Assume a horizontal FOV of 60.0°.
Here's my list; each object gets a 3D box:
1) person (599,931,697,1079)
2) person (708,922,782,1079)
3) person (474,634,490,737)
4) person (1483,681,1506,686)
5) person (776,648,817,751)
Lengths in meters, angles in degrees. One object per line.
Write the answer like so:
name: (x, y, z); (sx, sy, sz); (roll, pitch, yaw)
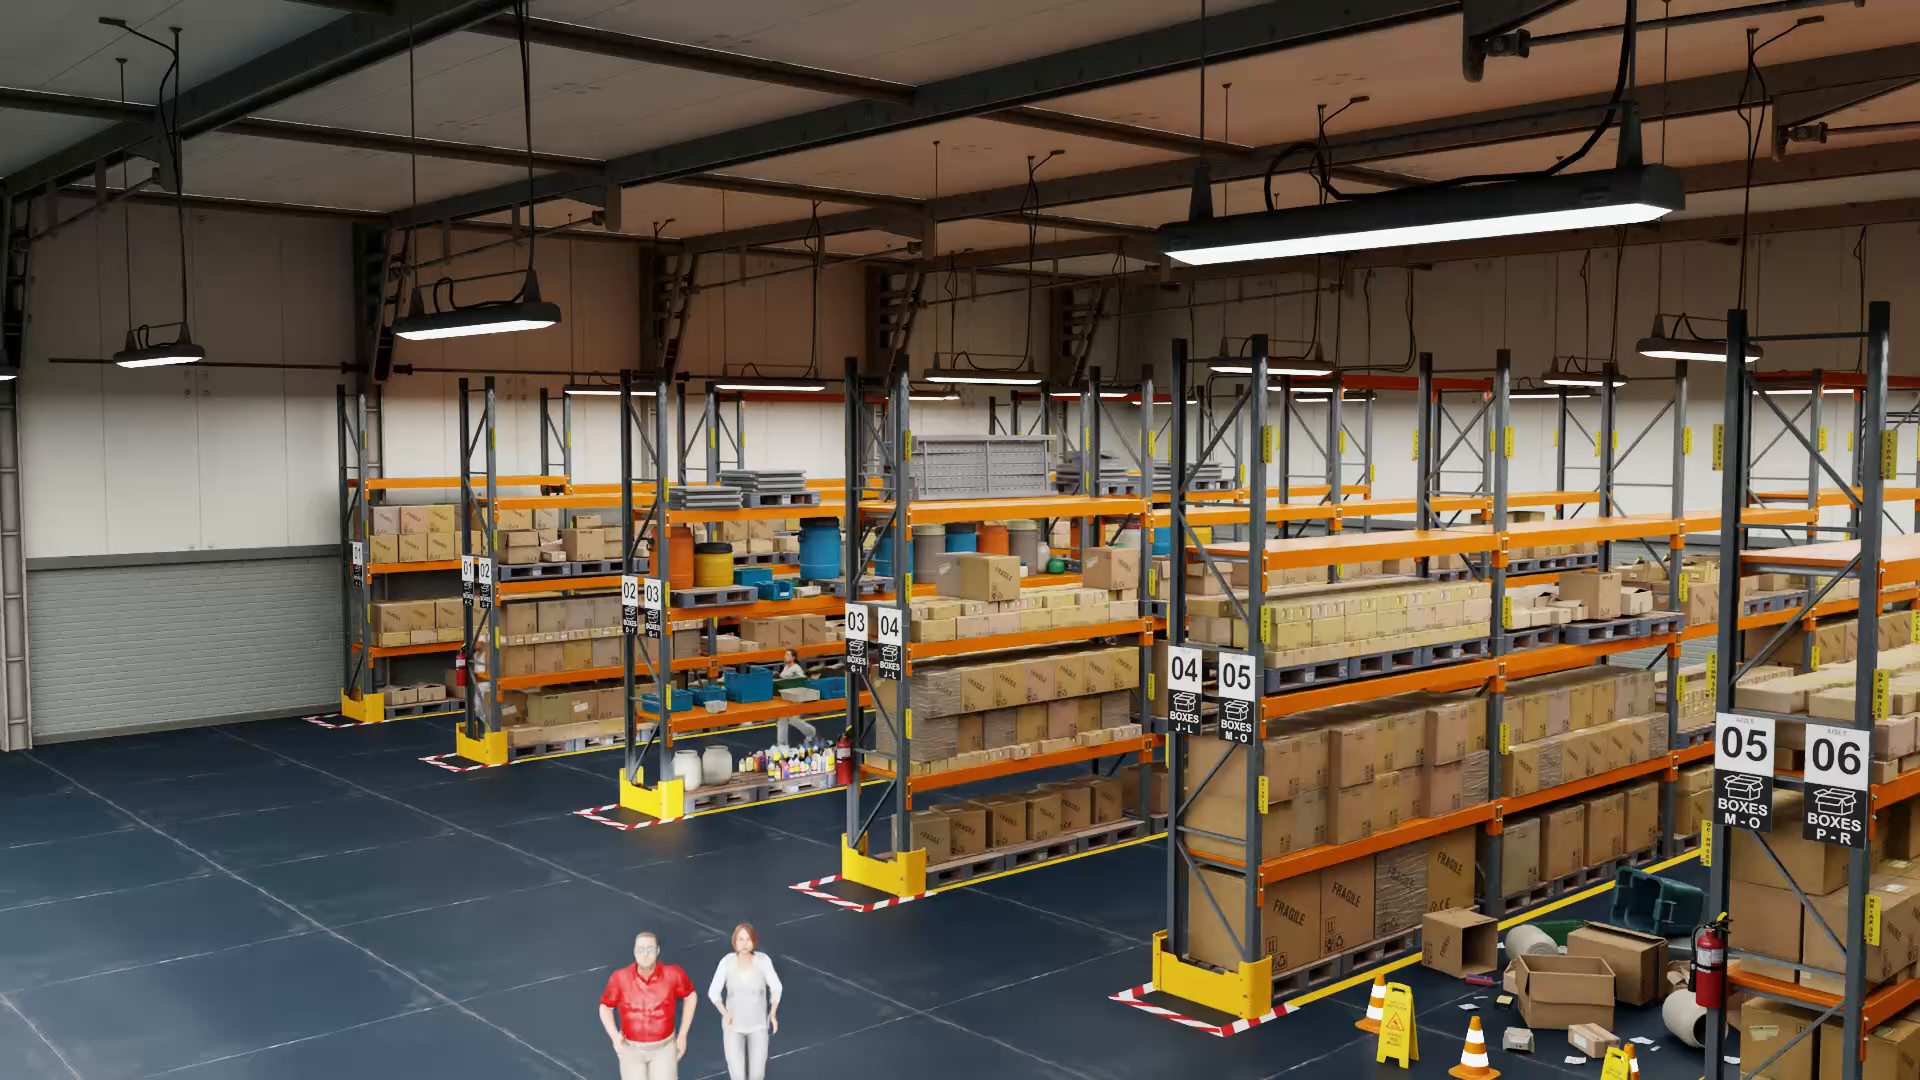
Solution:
person: (-2.176, 3.560, 11.541); (0.663, 1.688, 0.592); (0, 4, -3)
person: (-1.585, 3.591, 12.282); (0.541, 1.561, 0.543); (0, 4, -7)
person: (-8.006, 2.453, 27.754); (0.699, 1.743, 0.615); (4, 5, 44)
person: (7.831, 2.698, 24.251); (0.736, 1.824, 0.637); (-3, 5, -42)
person: (-2.695, 2.576, 26.880); (0.574, 1.675, 0.866); (4, 5, 44)
